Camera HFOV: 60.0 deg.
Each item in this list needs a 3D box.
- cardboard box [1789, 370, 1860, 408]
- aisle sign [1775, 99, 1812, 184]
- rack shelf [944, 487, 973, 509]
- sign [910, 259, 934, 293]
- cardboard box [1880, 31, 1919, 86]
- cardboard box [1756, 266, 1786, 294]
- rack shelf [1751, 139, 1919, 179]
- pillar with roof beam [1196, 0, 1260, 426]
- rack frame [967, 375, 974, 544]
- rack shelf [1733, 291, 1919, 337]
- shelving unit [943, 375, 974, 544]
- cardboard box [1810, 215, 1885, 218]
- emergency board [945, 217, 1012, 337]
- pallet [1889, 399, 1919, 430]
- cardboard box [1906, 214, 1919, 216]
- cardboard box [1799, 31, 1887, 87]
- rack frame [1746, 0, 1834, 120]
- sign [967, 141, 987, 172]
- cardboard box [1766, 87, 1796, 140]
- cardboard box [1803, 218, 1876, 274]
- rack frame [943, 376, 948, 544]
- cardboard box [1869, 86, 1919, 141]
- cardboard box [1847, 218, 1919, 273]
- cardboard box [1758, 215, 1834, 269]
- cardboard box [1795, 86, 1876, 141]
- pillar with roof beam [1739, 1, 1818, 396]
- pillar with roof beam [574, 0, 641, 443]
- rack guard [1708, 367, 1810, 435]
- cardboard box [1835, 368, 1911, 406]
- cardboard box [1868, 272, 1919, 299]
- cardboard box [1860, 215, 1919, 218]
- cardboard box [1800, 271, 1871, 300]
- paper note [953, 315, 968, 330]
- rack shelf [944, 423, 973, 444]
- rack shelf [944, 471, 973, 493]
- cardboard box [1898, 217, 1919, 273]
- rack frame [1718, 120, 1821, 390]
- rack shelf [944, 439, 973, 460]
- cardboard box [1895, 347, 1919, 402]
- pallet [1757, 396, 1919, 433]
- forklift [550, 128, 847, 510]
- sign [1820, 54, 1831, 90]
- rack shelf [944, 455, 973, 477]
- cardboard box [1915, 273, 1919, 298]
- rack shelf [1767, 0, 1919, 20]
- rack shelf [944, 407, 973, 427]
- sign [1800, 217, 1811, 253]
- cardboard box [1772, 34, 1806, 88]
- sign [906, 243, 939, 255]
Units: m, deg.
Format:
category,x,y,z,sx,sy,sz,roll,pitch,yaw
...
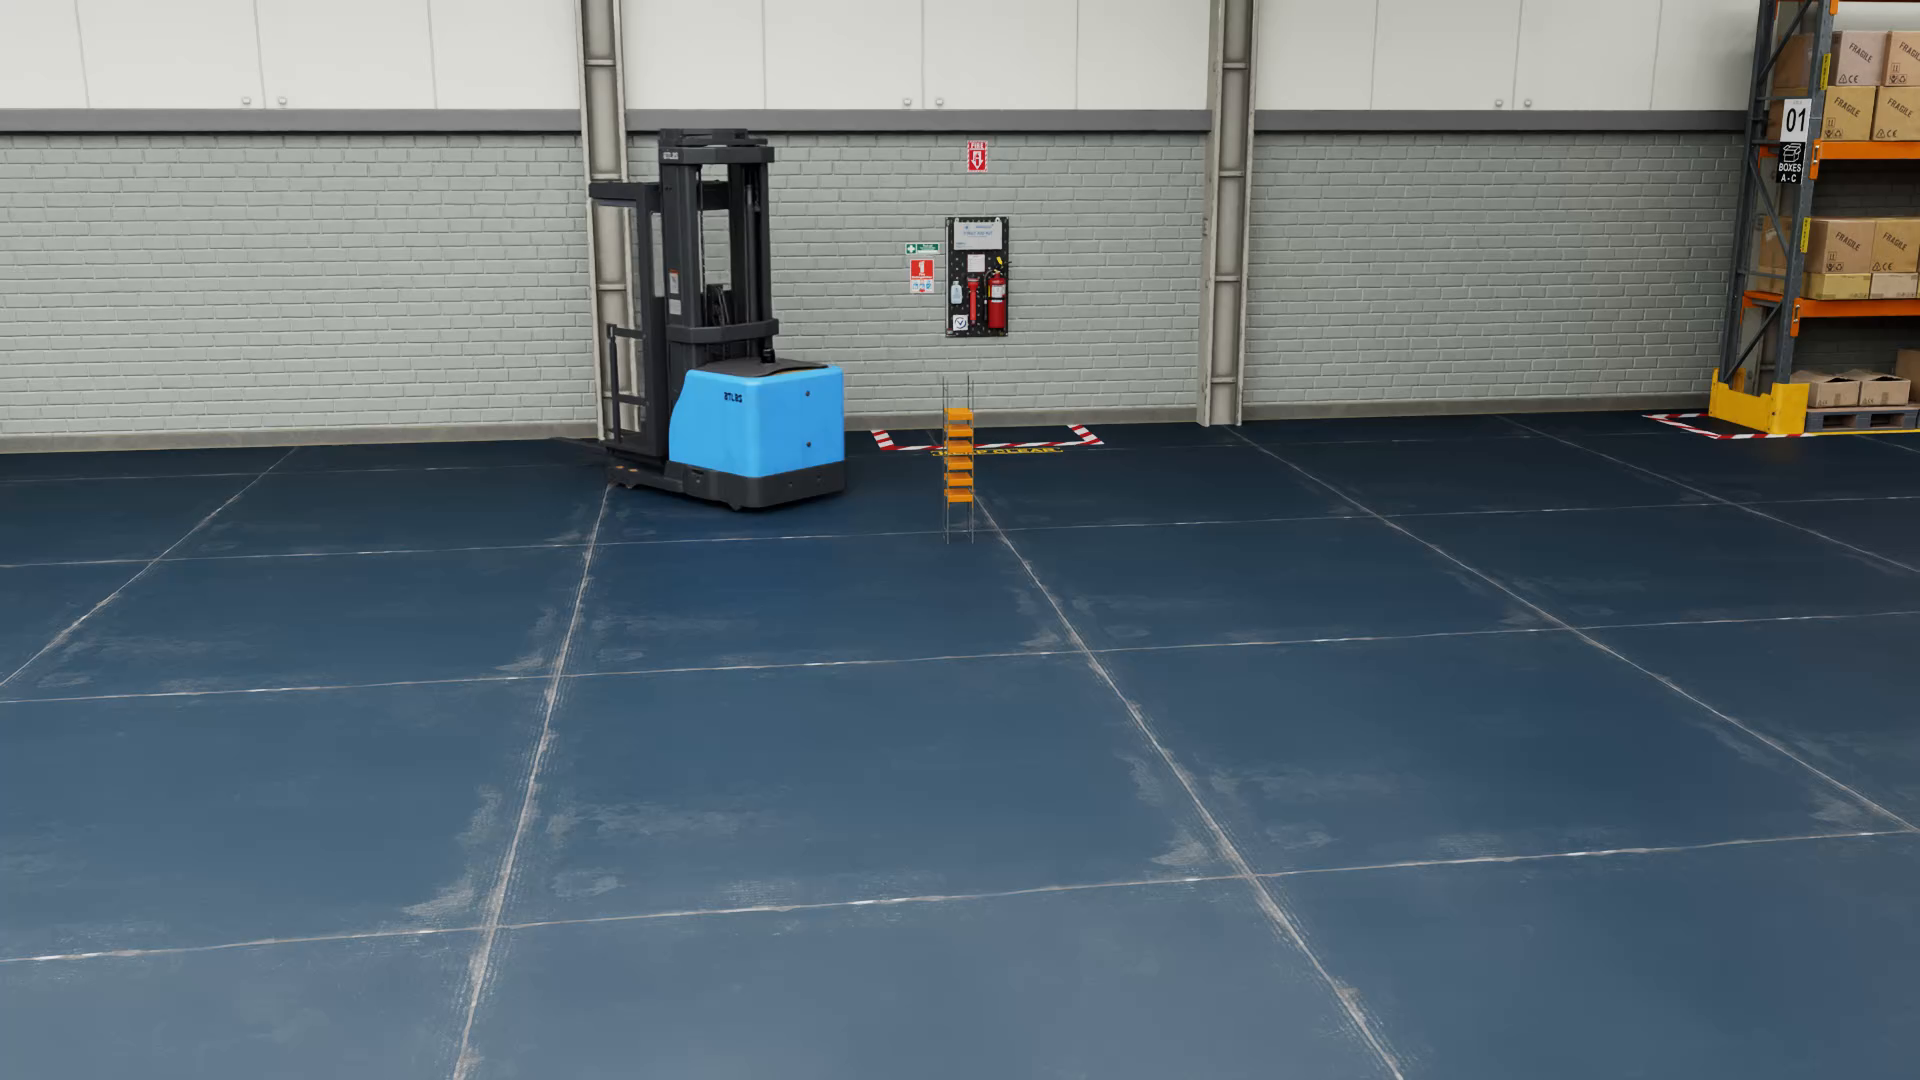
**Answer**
category,x,y,z,sx,sy,sz,roll,pitch,yaw
cardboard box,8.706,-1.543,16.832,0.500,0.311,0.500,-4,15,-15
aisle sign,7.982,-3.817,15.931,0.004,0.787,0.394,-2,14,-8
rack shelf,-0.014,-0.306,12.143,0.180,0.103,0.258,-2,14,-8
sign,-0.372,-2.588,16.303,0.234,0.329,0.001,-2,14,-8
cardboard box,8.929,-4.590,15.891,0.500,0.500,0.500,-2,14,-9
cardboard box,8.442,-2.631,16.814,0.500,0.250,0.500,-2,14,-7
rack shelf,9.986,-3.809,16.557,4.000,0.370,1.077,-2,14,-8
pillar with roof beam,3.280,-4.521,11.750,0.400,9.000,9.100,-2,14,-8
rack frame,0.076,-0.585,12.087,0.006,1.200,0.240,-2,14,-8
rack shelf,9.986,-2.354,16.922,4.000,0.370,1.077,-2,14,-8
shelving unit,-0.014,-0.581,12.074,0.189,1.200,0.258,-2,14,-8
cardboard box,8.942,-3.015,16.805,0.500,0.500,0.500,-2,14,-8
emergency board,0.190,-2.566,16.288,0.643,1.169,0.194,-2,14,-8
pallet,10.096,-1.345,17.152,1.213,0.211,1.003,-2,14,-8
cardboard box,9.951,-3.053,16.957,0.500,0.500,0.500,-2,14,-8
cardboard box,8.426,-4.584,15.867,0.500,0.500,0.500,-3,14,-12
rack frame,8.009,-5.541,15.815,0.127,3.000,1.000,-2,14,-8
sign,0.167,-3.714,16.101,0.199,0.298,0.001,-2,14,-8
cardboard box,8.384,-4.220,16.469,0.500,0.500,0.500,-1,14,-4
cardboard box,8.526,-2.876,16.250,0.500,0.500,0.500,-2,14,-8
rack frame,-0.105,-0.578,12.061,0.006,1.200,0.240,-2,14,-8
cardboard box,8.913,-4.107,16.017,0.500,0.500,0.500,-1,14,-5
cardboard box,9.016,-2.892,16.312,0.500,0.500,0.500,-2,14,-8
cardboard box,8.443,-3.000,16.742,0.500,0.500,0.500,-2,14,-9
cardboard box,8.377,-4.096,15.974,0.500,0.500,0.500,-2,14,-7
pillar with roof beam,9.213,-4.738,12.617,0.400,9.000,9.100,-2,14,-8
pillar with roof beam,-2.653,-4.304,10.883,0.400,9.000,9.100,-2,14,-8
rack guard,8.084,-1.421,16.860,0.348,0.500,1.175,-2,14,-8
cardboard box,9.270,-1.564,16.915,0.500,0.311,0.500,-1,14,-4
cardboard box,9.050,-2.531,16.416,0.500,0.250,0.500,-3,14,-10
cardboard box,9.453,-3.035,16.884,0.500,0.500,0.500,-2,14,-10
cardboard box,8.539,-2.509,16.327,0.500,0.250,0.500,-3,14,-10
paper note,0.004,-2.149,16.436,0.142,0.148,0.016,-2,14,-8
rack shelf,-0.014,-0.771,12.026,0.180,0.103,0.258,-2,14,-8
rack shelf,-0.014,-0.422,12.114,0.180,0.103,0.258,-2,14,-8
cardboard box,9.528,-2.909,16.381,0.500,0.500,0.500,-3,14,-10
rack frame,8.009,-2.631,16.545,0.127,3.000,1.000,-2,14,-8
rack shelf,-0.014,-0.655,12.055,0.180,0.103,0.258,-2,14,-8
cardboard box,10.003,-1.670,16.950,0.500,0.500,0.700,-3,14,-12
pallet,8.892,-1.302,16.979,1.213,0.211,1.003,-2,14,-8
forklift,-2.350,-1.934,13.908,3.031,2.935,1.130,13,19,41
sign,8.090,-4.379,15.553,0.005,0.325,0.100,-2,14,-8
rack shelf,-0.014,-0.538,12.085,0.180,0.103,0.258,-2,14,-8
cardboard box,9.555,-2.548,16.483,0.500,0.250,0.500,-2,14,-9
rack shelf,9.986,-5.262,16.192,4.000,0.370,1.077,-2,14,-8
rack shelf,-0.014,-0.888,11.997,0.180,0.103,0.258,-2,14,-8
sign,8.090,-2.920,15.919,0.005,0.325,0.100,-2,14,-8
cardboard box,8.396,-4.707,16.357,0.500,0.500,0.500,-1,14,-6
sign,-0.367,-2.843,16.231,0.331,0.109,0.001,-2,14,-8
